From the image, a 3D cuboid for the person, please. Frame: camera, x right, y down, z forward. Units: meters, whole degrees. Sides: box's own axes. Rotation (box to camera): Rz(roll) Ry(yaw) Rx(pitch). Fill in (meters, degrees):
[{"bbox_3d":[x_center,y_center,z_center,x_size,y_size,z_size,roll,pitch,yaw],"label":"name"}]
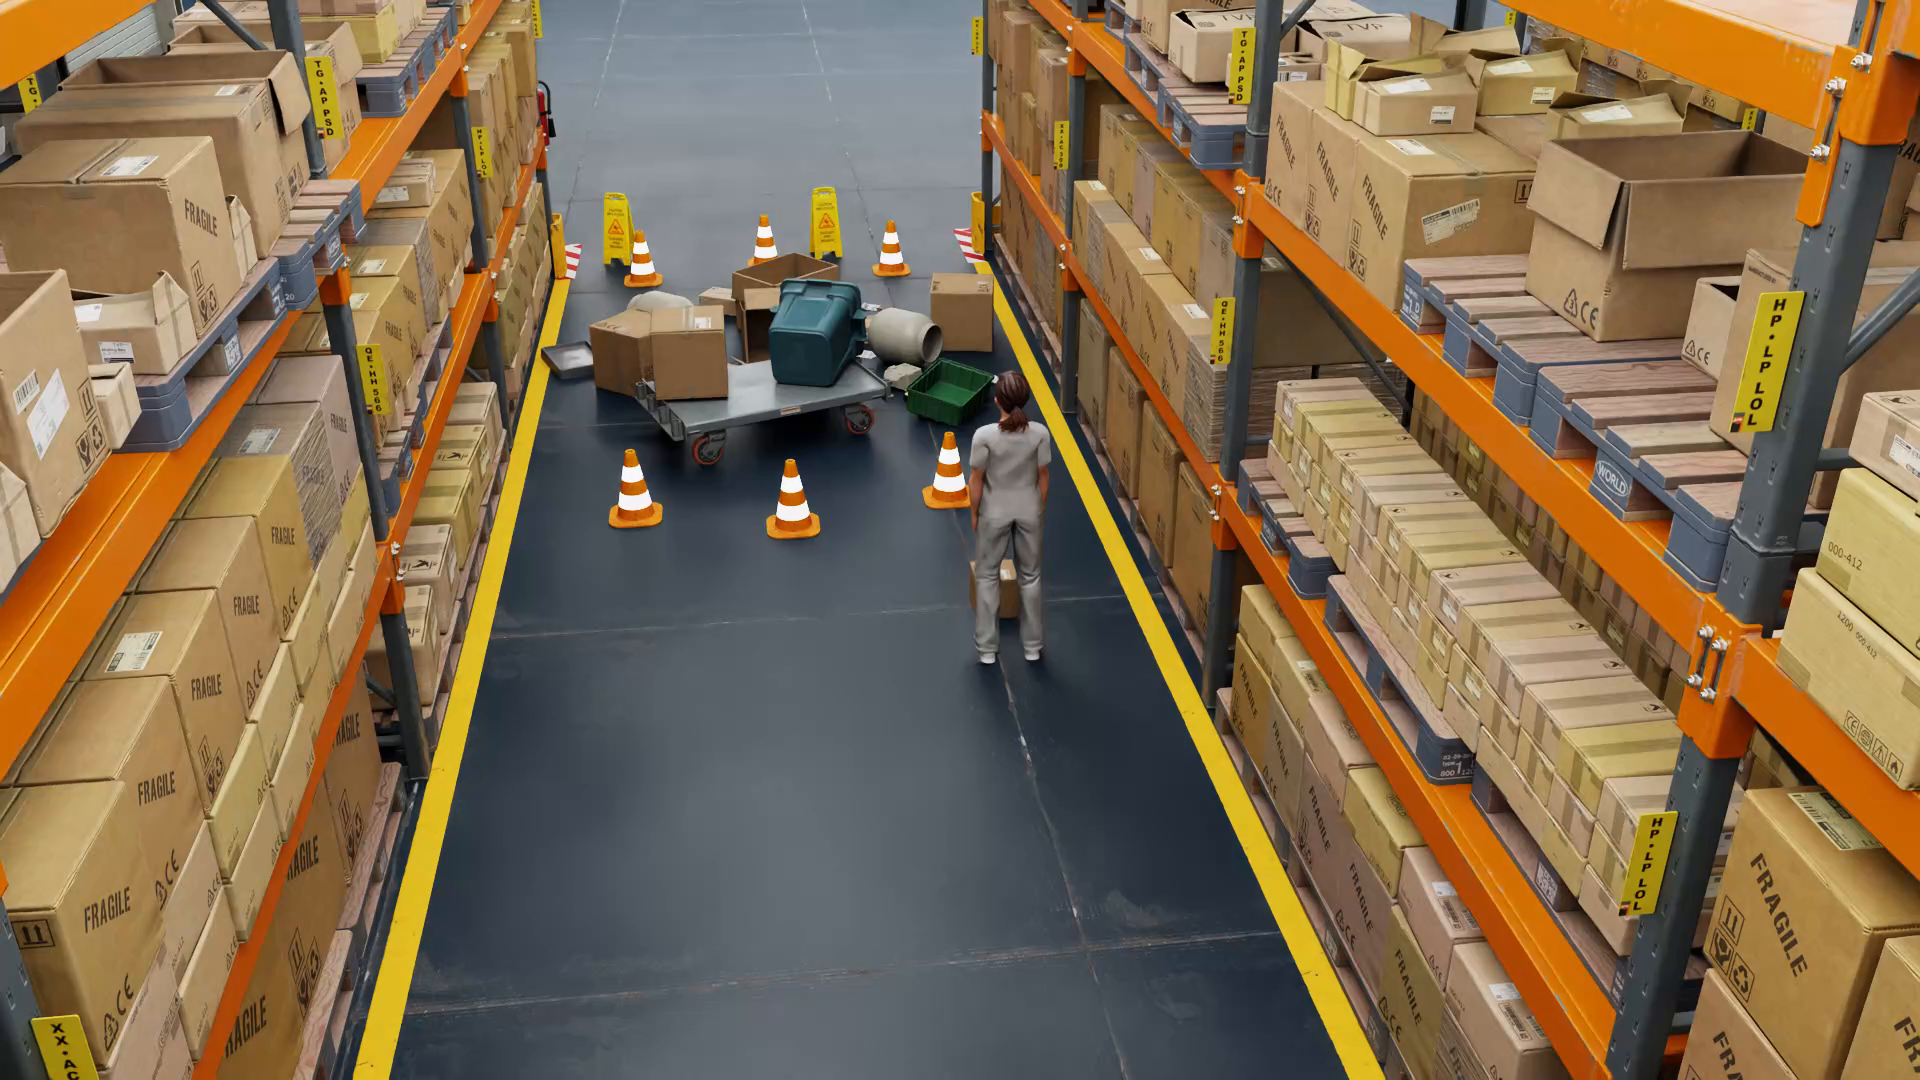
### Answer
[{"bbox_3d":[0.262,-0.118,8.858,0.436,1.668,0.359,-3,27,-6],"label":"person"}]
